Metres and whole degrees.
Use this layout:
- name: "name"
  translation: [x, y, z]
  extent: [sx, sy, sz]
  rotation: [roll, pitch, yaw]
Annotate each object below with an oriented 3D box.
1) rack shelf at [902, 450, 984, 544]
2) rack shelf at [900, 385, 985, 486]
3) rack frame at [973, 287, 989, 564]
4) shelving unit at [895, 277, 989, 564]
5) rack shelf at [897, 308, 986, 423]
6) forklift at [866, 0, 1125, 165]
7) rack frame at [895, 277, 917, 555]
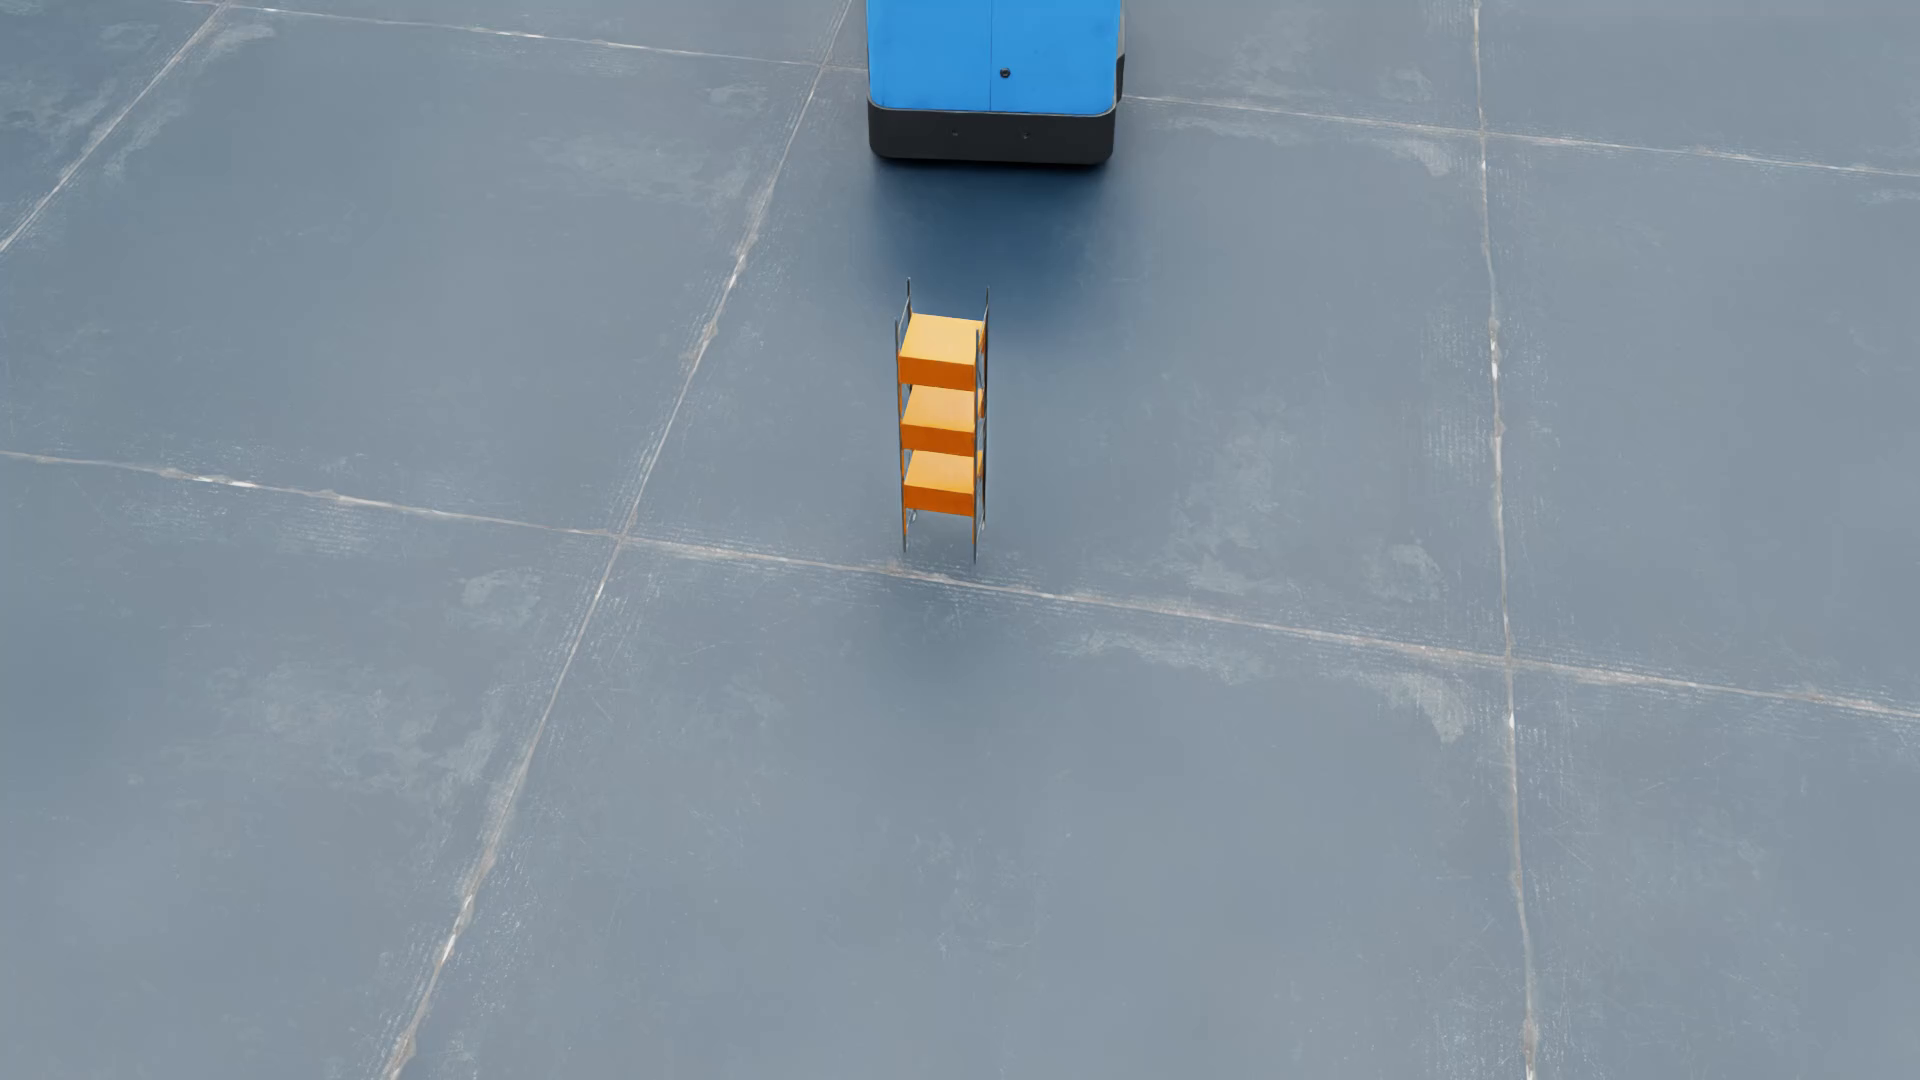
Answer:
- name: "rack shelf"
  translation: [-0.053, -0.165, 5.580]
  extent: [0.240, 0.259, 0.215]
  rotation: [8, 49, 7]
- name: "rack shelf"
  translation: [-0.053, -0.351, 5.374]
  extent: [0.240, 0.259, 0.215]
  rotation: [8, 49, 7]
- name: "rack frame"
  translation: [0.067, -0.342, 5.351]
  extent: [0.008, 1.050, 0.200]
  rotation: [8, 49, 7]
- name: "shelving unit"
  translation: [-0.053, -0.358, 5.366]
  extent: [0.252, 1.050, 0.215]
  rotation: [8, 49, 7]
- name: "rack shelf"
  translation: [-0.053, -0.541, 5.163]
  extent: [0.240, 0.259, 0.215]
  rotation: [8, 49, 7]
- name: "forklift"
  translation: [0.217, -3.675, 7.082]
  extent: [1.130, 2.935, 3.031]
  rotation: [3, 48, 2]
- name: "rack frame"
  translation: [-0.173, -0.374, 5.380]
  extent: [0.008, 1.050, 0.200]
  rotation: [8, 49, 7]
